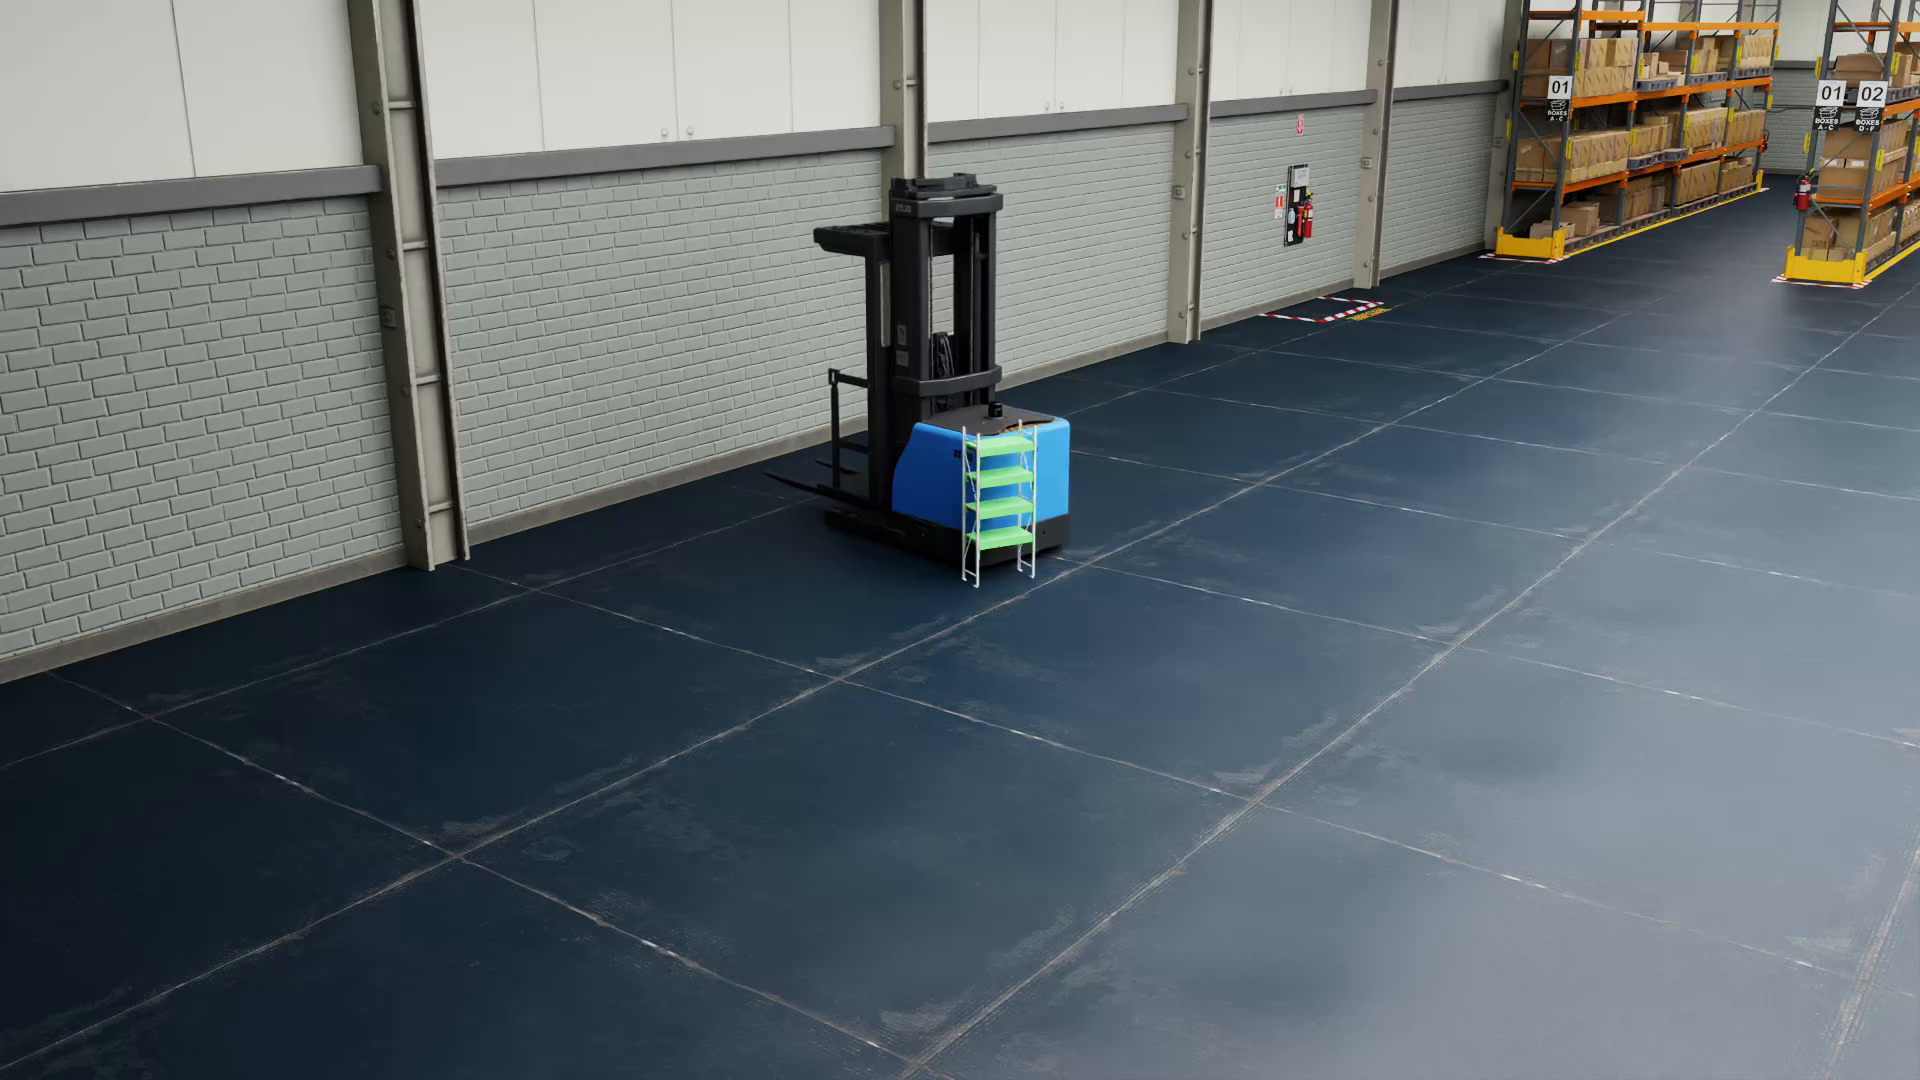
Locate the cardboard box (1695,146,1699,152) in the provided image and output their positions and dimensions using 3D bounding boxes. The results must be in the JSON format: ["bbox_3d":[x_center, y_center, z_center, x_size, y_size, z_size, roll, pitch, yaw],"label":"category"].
[{"bbox_3d":[16.487,-8.861,37.608,0.380,0.149,0.250,13,21,35],"label":"cardboard box"}]

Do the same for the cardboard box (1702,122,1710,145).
[{"bbox_3d":[16.615,-9.203,37.616,0.500,0.500,0.500,13,22,36],"label":"cardboard box"}]

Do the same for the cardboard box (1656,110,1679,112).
[{"bbox_3d":[15.881,-9.522,37.380,0.500,0.250,0.500,12,21,33],"label":"cardboard box"}]

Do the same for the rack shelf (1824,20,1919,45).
[{"bbox_3d":[15.605,-8.593,28.129,1.077,0.370,4.000,12,21,35],"label":"rack shelf"}]

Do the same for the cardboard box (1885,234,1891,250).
[{"bbox_3d":[16.390,-5.360,29.875,0.500,0.250,0.500,12,21,35],"label":"cardboard box"}]

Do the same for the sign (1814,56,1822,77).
[{"bbox_3d":[13.986,-7.703,27.074,0.100,0.325,0.005,12,21,35],"label":"sign"}]

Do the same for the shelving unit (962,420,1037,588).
[{"bbox_3d":[0.295,-0.276,12.609,0.503,1.200,0.258,-9,19,-27],"label":"shelving unit"}]

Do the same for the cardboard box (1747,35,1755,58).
[{"bbox_3d":[18.534,-11.730,39.513,0.500,0.500,0.500,12,21,34],"label":"cardboard box"}]

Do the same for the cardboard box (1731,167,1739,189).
[{"bbox_3d":[18.720,-8.927,40.938,0.700,0.500,0.500,13,21,36],"label":"cardboard box"}]

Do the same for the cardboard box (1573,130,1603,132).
[{"bbox_3d":[12.368,-7.835,32.869,0.500,0.500,0.500,12,21,33],"label":"cardboard box"}]

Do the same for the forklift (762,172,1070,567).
[{"bbox_3d":[-0.496,-1.549,13.789,1.130,2.935,3.031,-16,23,-42],"label":"forklift"}]

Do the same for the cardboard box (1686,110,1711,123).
[{"bbox_3d":[16.591,-9.557,37.493,0.500,0.250,0.500,12,21,34],"label":"cardboard box"}]

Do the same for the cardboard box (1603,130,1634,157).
[{"bbox_3d":[13.147,-7.987,33.494,0.700,0.500,0.500,12,21,35],"label":"cardboard box"}]

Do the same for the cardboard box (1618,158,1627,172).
[{"bbox_3d":[12.777,-7.385,32.686,0.500,0.250,0.500,12,21,35],"label":"cardboard box"}]

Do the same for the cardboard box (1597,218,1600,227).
[{"bbox_3d":[12.522,-6.338,33.130,0.380,0.166,0.250,9,20,28],"label":"cardboard box"}]

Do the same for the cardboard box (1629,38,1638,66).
[{"bbox_3d":[12.736,-9.414,32.053,0.500,0.500,0.500,10,20,30],"label":"cardboard box"}]

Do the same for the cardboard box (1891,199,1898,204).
[{"bbox_3d":[18.326,-6.648,33.075,0.500,0.311,0.500,12,21,33],"label":"cardboard box"}]

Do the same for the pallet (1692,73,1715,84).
[{"bbox_3d":[16.205,-10.338,37.237,1.003,0.211,1.213,14,22,37],"label":"pallet"}]

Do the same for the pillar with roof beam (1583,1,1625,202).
[{"bbox_3d":[17.188,-10.514,32.427,9.100,9.000,0.400,12,21,35],"label":"pillar with roof beam"}]

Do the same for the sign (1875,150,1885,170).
[{"bbox_3d":[14.856,-6.138,26.858,0.100,0.325,0.005,12,21,35],"label":"sign"}]

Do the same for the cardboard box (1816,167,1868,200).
[{"bbox_3d":[14.702,-5.943,27.655,0.700,0.500,0.500,12,21,35],"label":"cardboard box"}]

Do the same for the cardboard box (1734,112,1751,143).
[{"bbox_3d":[18.784,-10.136,40.821,0.980,0.700,0.700,11,20,32],"label":"cardboard box"}]

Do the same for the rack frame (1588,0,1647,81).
[{"bbox_3d":[12.816,-10.479,32.313,1.000,3.000,0.127,12,21,35],"label":"rack frame"}]

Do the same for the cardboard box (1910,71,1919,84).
[{"bbox_3d":[17.172,-8.446,30.369,0.500,0.250,0.500,15,23,40],"label":"cardboard box"}]

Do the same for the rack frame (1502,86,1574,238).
[{"bbox_3d":[10.433,-6.661,30.135,1.000,3.000,0.127,12,21,35],"label":"rack frame"}]

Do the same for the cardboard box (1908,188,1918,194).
[{"bbox_3d":[19.579,-7.345,34.546,0.500,0.250,0.500,13,22,37],"label":"cardboard box"}]

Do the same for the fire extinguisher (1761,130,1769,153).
[{"bbox_3d":[20.427,-10.211,42.326,0.296,0.674,0.183,12,21,35],"label":"fire extinguisher"}]

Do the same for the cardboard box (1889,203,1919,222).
[{"bbox_3d":[18.158,-6.315,32.004,0.500,0.311,0.500,13,22,36],"label":"cardboard box"}]

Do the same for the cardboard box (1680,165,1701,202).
[{"bbox_3d":[16.270,-8.100,37.685,0.750,0.750,0.750,12,21,34],"label":"cardboard box"}]

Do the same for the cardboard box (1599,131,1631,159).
[{"bbox_3d":[12.783,-7.742,32.572,0.500,0.500,0.500,12,21,35],"label":"cardboard box"}]

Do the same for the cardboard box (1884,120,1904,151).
[{"bbox_3d":[16.237,-7.179,29.448,0.700,0.500,0.500,12,21,35],"label":"cardboard box"}]

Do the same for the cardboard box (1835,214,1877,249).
[{"bbox_3d":[15.208,-5.240,28.223,0.500,0.500,0.500,12,21,35],"label":"cardboard box"}]

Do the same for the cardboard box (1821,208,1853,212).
[{"bbox_3d":[15.377,-5.572,29.292,0.500,0.500,0.500,12,21,35],"label":"cardboard box"}]

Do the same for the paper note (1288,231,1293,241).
[{"bbox_3d":[4.916,-4.519,24.723,0.016,0.148,0.142,12,21,35],"label":"paper note"}]

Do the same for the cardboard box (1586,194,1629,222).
[{"bbox_3d":[13.241,-6.808,34.082,0.700,0.500,0.500,13,22,37],"label":"cardboard box"}]

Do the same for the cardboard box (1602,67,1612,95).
[{"bbox_3d":[11.790,-8.563,31.002,0.500,0.500,0.500,14,22,38],"label":"cardboard box"}]

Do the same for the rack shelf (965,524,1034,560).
[{"bbox_3d":[0.295,0.014,12.699,0.480,0.148,0.258,-9,19,-27],"label":"rack shelf"}]

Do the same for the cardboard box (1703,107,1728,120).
[{"bbox_3d":[17.510,-9.920,38.662,0.500,0.250,0.500,13,22,36],"label":"cardboard box"}]

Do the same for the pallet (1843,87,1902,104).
[{"bbox_3d":[14.856,-7.340,27.415,1.003,0.211,1.213,12,21,35],"label":"pallet"}]

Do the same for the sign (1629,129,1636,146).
[{"bbox_3d":[13.257,-7.933,32.772,0.100,0.325,0.005,12,21,35],"label":"sign"}]

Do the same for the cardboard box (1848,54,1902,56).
[{"bbox_3d":[15.714,-8.118,28.652,0.797,0.503,0.637,15,23,41],"label":"cardboard box"}]

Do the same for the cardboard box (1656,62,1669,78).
[{"bbox_3d":[14.353,-9.765,34.866,0.797,0.503,0.637,16,24,42],"label":"cardboard box"}]

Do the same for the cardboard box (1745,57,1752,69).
[{"bbox_3d":[18.521,-11.365,39.602,0.500,0.250,0.500,12,21,34],"label":"cardboard box"}]

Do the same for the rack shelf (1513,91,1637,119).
[{"bbox_3d":[11.625,-8.226,31.331,1.077,0.370,4.000,12,21,35],"label":"rack shelf"}]

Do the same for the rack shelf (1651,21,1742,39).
[{"bbox_3d":[16.391,-11.373,37.081,1.077,0.370,4.000,12,21,35],"label":"rack shelf"}]

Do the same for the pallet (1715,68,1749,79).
[{"bbox_3d":[18.079,-11.102,39.529,1.003,0.211,1.213,12,21,35],"label":"pallet"}]

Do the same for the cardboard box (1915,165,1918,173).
[{"bbox_3d":[18.466,-7.258,32.482,0.380,0.149,0.250,14,22,39],"label":"cardboard box"}]

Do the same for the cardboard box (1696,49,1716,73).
[{"bbox_3d":[16.691,-10.875,37.738,0.700,0.500,0.500,12,21,34],"label":"cardboard box"}]

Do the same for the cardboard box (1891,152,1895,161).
[{"bbox_3d":[16.049,-6.692,28.972,0.380,0.149,0.250,13,22,36],"label":"cardboard box"}]

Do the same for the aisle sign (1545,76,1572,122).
[{"bbox_3d":[10.631,-7.832,29.524,0.394,0.787,0.004,12,21,35],"label":"aisle sign"}]

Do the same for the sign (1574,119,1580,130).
[{"bbox_3d":[12.368,-8.264,33.344,0.100,0.325,0.005,12,21,35],"label":"sign"}]

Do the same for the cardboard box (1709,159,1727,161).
[{"bbox_3d":[18.789,-9.367,41.261,0.380,0.149,0.250,13,21,35],"label":"cardboard box"}]
